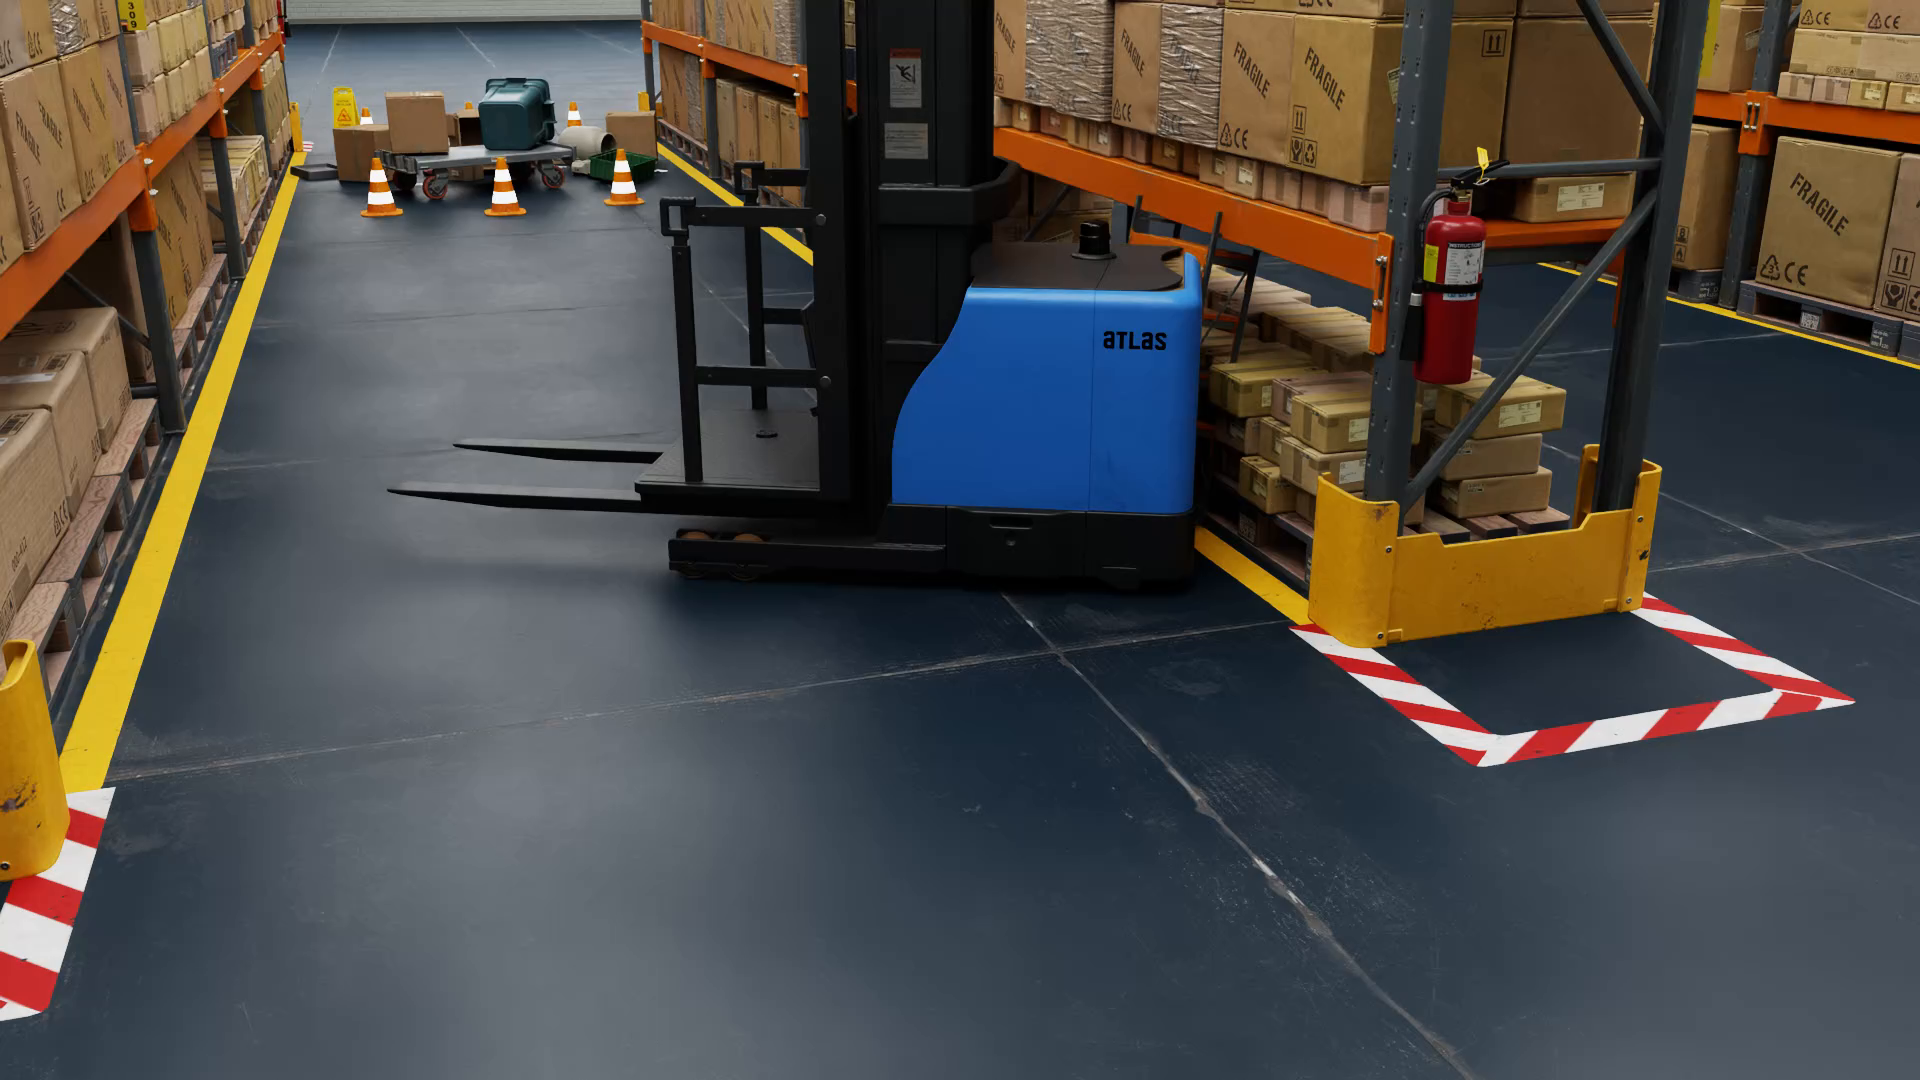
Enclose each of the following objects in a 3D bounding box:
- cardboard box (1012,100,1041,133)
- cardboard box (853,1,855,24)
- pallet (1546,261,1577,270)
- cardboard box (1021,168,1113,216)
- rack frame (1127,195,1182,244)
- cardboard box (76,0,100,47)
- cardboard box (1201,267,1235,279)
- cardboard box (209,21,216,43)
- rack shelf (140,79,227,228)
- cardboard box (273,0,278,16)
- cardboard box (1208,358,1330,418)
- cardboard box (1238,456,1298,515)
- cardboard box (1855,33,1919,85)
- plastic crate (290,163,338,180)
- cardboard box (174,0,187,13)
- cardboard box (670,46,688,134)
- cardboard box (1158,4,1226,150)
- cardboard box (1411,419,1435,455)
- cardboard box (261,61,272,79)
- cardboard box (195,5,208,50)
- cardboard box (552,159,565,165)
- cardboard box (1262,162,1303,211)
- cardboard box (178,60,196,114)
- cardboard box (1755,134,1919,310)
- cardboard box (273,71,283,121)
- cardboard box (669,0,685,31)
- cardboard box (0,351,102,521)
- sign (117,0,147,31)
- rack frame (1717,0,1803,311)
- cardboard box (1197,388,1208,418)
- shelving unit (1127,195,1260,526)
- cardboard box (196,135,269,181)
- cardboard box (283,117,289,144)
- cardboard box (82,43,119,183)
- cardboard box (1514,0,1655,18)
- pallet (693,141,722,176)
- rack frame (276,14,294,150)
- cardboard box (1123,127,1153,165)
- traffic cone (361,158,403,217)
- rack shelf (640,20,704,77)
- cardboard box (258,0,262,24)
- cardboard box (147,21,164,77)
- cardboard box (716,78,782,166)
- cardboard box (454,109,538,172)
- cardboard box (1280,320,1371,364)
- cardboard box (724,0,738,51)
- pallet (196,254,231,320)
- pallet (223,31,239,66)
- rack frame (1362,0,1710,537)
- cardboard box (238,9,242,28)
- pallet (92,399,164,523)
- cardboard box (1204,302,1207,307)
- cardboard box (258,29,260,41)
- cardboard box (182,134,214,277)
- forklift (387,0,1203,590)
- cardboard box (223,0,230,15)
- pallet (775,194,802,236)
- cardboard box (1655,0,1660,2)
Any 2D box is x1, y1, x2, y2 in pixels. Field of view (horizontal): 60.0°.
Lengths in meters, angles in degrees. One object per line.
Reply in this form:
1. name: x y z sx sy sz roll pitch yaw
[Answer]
1. cardboard box: 0.476 -2.109 8.221 0.380 0.149 0.250 -6 21 -16
2. cardboard box: -0.496 -3.501 11.037 0.380 0.149 0.250 -6 21 -17
3. pallet: 4.585 -2.242 12.345 1.003 0.211 1.213 -6 21 -17
4. cardboard box: 0.565 -2.067 9.701 0.500 0.250 0.500 -7 21 -20
5. rack frame: 0.695 -0.775 6.713 0.240 1.200 0.015 1 16 -33
6. cardboard box: -3.559 -2.101 6.202 0.500 0.500 0.500 -7 21 -18
7. cardboard box: 1.116 -1.228 8.115 0.380 0.149 0.250 -6 21 -15
8. cardboard box: -5.403 -3.543 11.594 0.380 0.149 0.250 -8 21 -21
9. rack shelf: -4.750 -2.172 9.092 1.077 0.370 4.000 -6 21 -17
10. cardboard box: -7.461 -5.762 17.434 0.500 0.500 0.500 -7 21 -18
11. cardboard box: 1.170 -0.579 6.308 0.380 0.149 0.250 -7 21 -18
12. cardboard box: 1.263 -0.218 6.183 0.380 0.149 0.250 -6 21 -16
13. cardboard box: 5.337 -2.653 9.147 0.500 0.250 0.500 -6 21 -17
14. plastic crate: -6.351 -3.653 16.469 0.402 0.080 0.583 -15 25 -36
15. cardboard box: -4.649 -3.208 9.285 0.500 0.500 0.500 -6 21 -17
16. cardboard box: -2.671 -4.983 18.375 0.875 0.875 0.875 -7 21 -18
17. cardboard box: 1.093 -1.775 6.334 0.500 0.500 0.500 -6 21 -17
18. cardboard box: 1.850 -0.429 6.330 0.380 0.149 0.250 -6 21 -17
19. cardboard box: -6.710 -4.427 15.683 0.380 0.149 0.250 -6 20 -15
20. cardboard box: -4.985 -3.189 10.340 0.500 0.250 0.500 -6 21 -17
21. cardboard box: -4.257 -4.064 17.338 0.396 0.266 0.258 -3 20 -8
22. cardboard box: 1.297 -1.263 5.867 0.380 0.149 0.250 -7 21 -18
23. cardboard box: -4.467 -2.461 9.053 0.500 0.250 0.500 -7 21 -18
24. cardboard box: 5.418 -1.899 9.789 0.875 0.875 0.875 -6 21 -17
25. cardboard box: -7.074 -4.417 16.615 0.500 0.500 0.500 -7 21 -18
26. cardboard box: -2.610 -5.702 17.632 0.875 0.550 0.500 -6 21 -17
27. cardboard box: -3.744 -0.361 6.153 0.875 0.438 0.875 -7 21 -19
28. sign: -3.595 -2.373 7.189 0.100 0.325 0.005 -6 21 -17
29. rack frame: 5.287 -2.922 10.115 1.000 3.000 0.127 -6 21 -17
30. cardboard box: 1.027 -0.610 6.834 0.380 0.149 0.250 -6 21 -16
31. shelving unit: 0.820 -0.704 6.516 0.258 1.200 0.503 1 16 -33
32. cardboard box: -6.468 -3.229 14.236 0.950 0.372 0.625 -6 21 -17
33. cardboard box: -7.228 -4.226 17.190 0.500 0.250 0.500 -6 21 -17
34. cardboard box: -3.566 -1.630 6.369 0.500 0.500 0.500 -7 21 -19
35. cardboard box: 1.914 -1.974 5.407 0.500 0.500 0.500 -7 21 -18
36. pallet: -2.133 -3.935 17.059 1.003 0.211 1.213 -6 21 -17
37. rack frame: -7.893 -5.720 17.904 1.000 3.000 0.127 -6 21 -17
38. cardboard box: 0.913 -1.685 7.042 0.380 0.149 0.250 -6 21 -15
39. traffic cone: -4.917 -2.993 14.066 0.336 0.463 0.334 -6 21 -17
40. rack shelf: -2.597 -5.298 17.794 1.077 0.370 4.000 -6 21 -17
41. cardboard box: -6.689 -4.953 15.181 0.500 0.500 0.500 -6 21 -17
42. cardboard box: -4.182 -2.369 8.058 0.500 0.250 0.500 -6 21 -16
43. cardboard box: -1.688 -3.944 15.666 1.050 0.750 0.750 -6 21 -17
44. cardboard box: -4.636 -4.015 16.650 0.797 0.637 0.503 -6 21 -17
45. cardboard box: 1.568 -0.815 6.964 0.380 0.149 0.250 -6 20 -15
46. cardboard box: -1.744 -4.522 14.420 0.500 0.500 0.500 -6 21 -17
47. pallet: -5.202 -1.579 10.502 1.003 0.211 1.213 -6 21 -17
48. pallet: -6.039 -3.693 12.546 1.003 0.211 1.213 -6 21 -17
49. rack frame: 1.804 -1.144 5.164 1.000 3.000 0.127 -6 21 -17
50. cardboard box: -6.031 -4.215 13.463 0.380 0.149 0.250 -7 21 -18
51. pallet: -3.956 -0.304 6.952 1.003 0.211 1.213 -6 21 -17
52. cardboard box: 0.885 -1.010 7.507 0.380 0.149 0.250 -7 21 -19
53. cardboard box: -6.716 -4.694 15.419 0.380 0.149 0.250 -6 21 -16
54. cardboard box: -5.240 -2.120 10.403 0.875 0.875 0.875 -7 21 -18
55. forklift: -0.625 -1.406 5.995 3.031 2.935 1.130 2 20 7
56. cardboard box: -5.794 -4.204 12.474 0.500 0.500 0.500 -7 21 -19
57. pallet: -0.887 -2.660 13.509 1.003 0.211 1.213 -6 21 -17
58. cardboard box: 4.873 -3.867 11.113 0.797 0.503 0.637 -6 21 -17
